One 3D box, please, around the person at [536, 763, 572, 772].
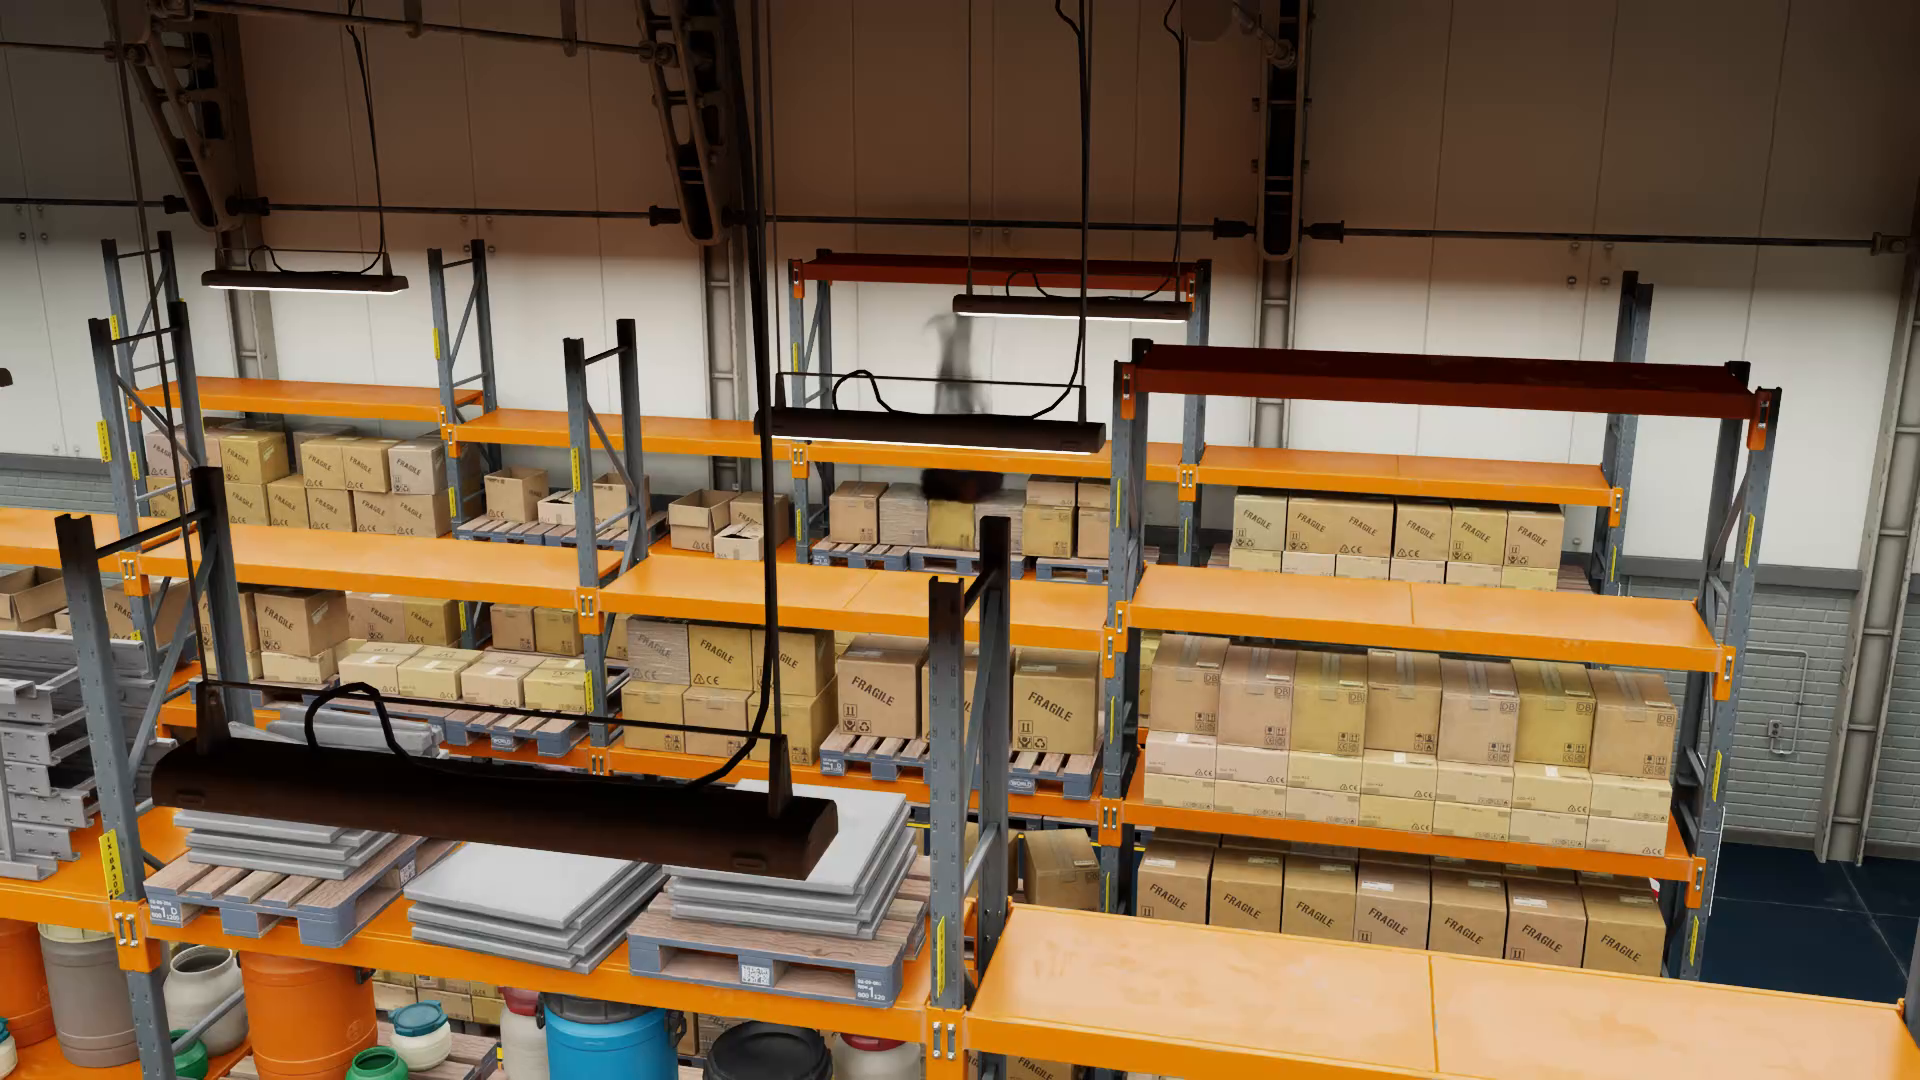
[{"bbox_3d":[-3.886,2.701,16.515,0.937,1.525,0.642,4,17,14],"label":"person"}]
